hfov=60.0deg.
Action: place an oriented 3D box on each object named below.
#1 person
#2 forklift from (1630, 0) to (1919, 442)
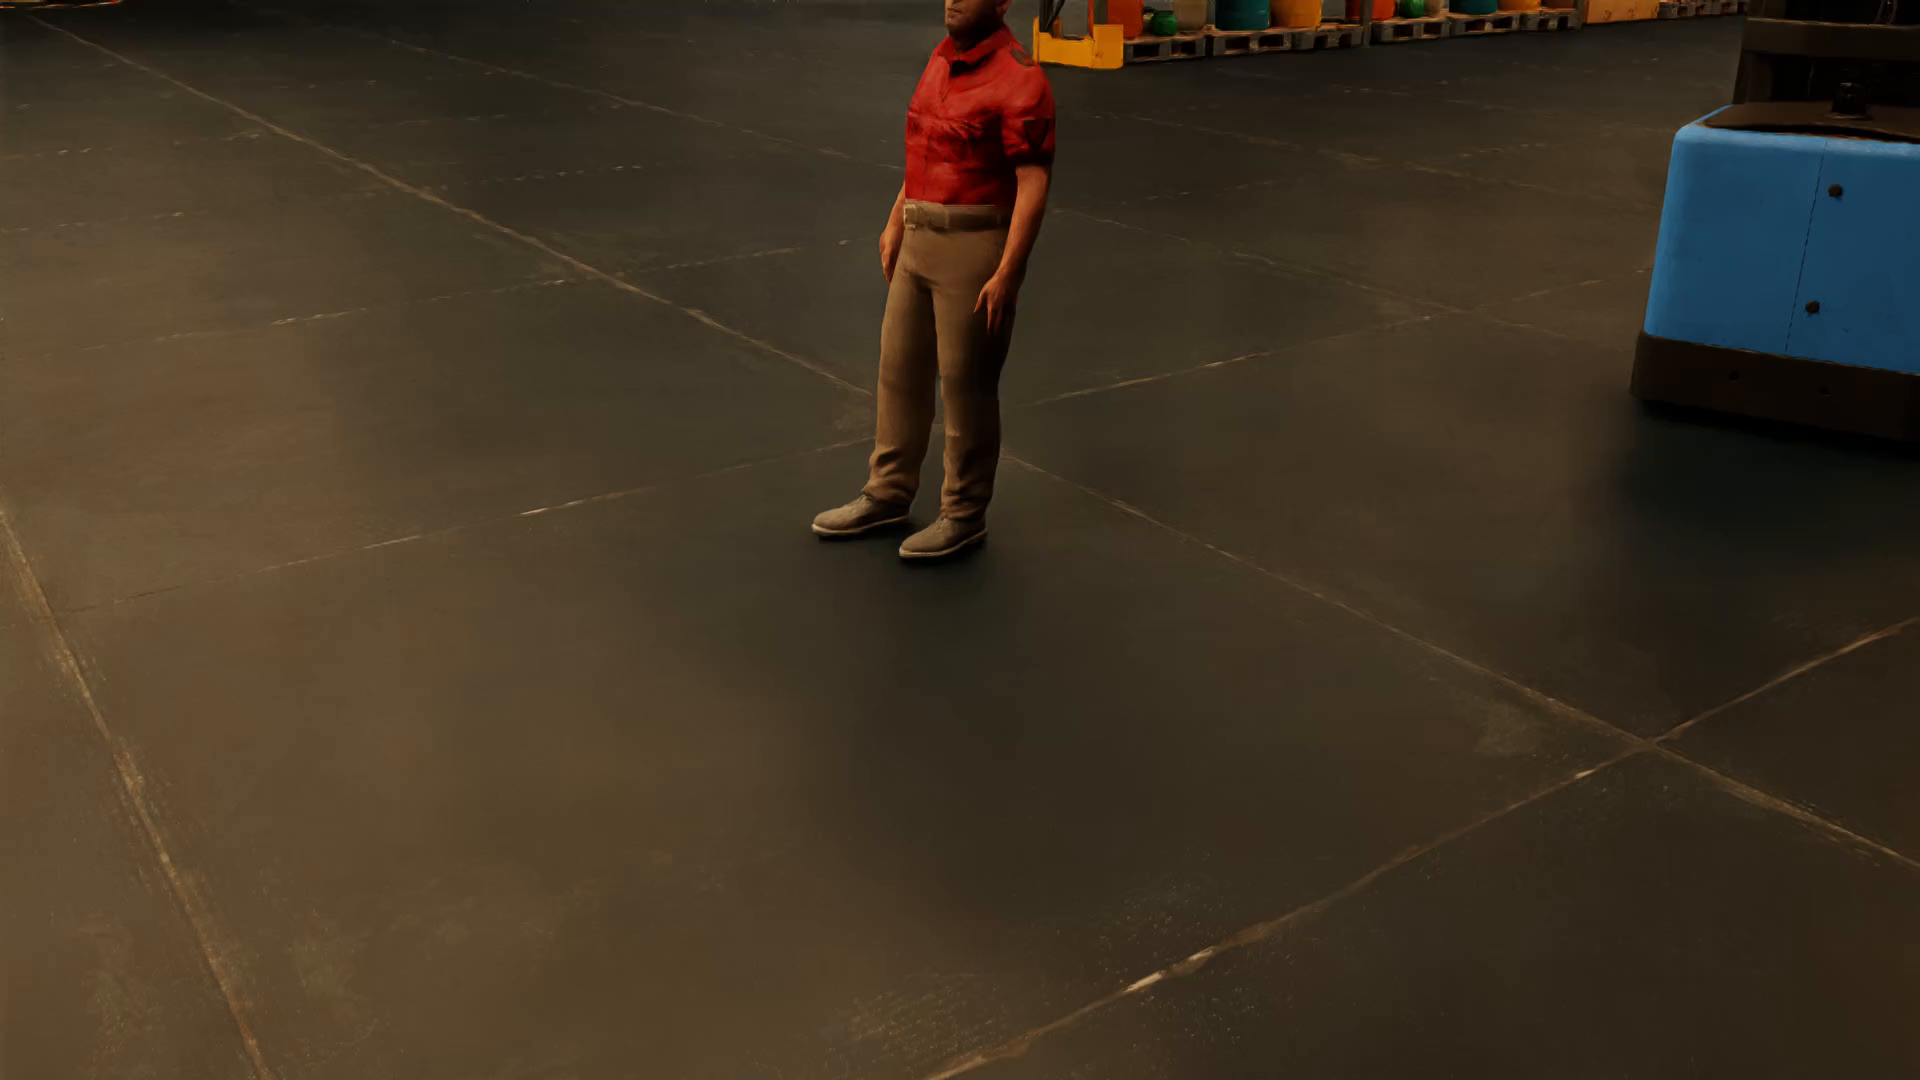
[{"bbox_3d":[-0.080,-0.761,4.809,0.550,1.659,0.640,-15,26,-32],"label":"person"},{"bbox_3d":[3.819,-2.195,6.678,1.130,2.935,3.031,15,26,32],"label":"forklift"}]
